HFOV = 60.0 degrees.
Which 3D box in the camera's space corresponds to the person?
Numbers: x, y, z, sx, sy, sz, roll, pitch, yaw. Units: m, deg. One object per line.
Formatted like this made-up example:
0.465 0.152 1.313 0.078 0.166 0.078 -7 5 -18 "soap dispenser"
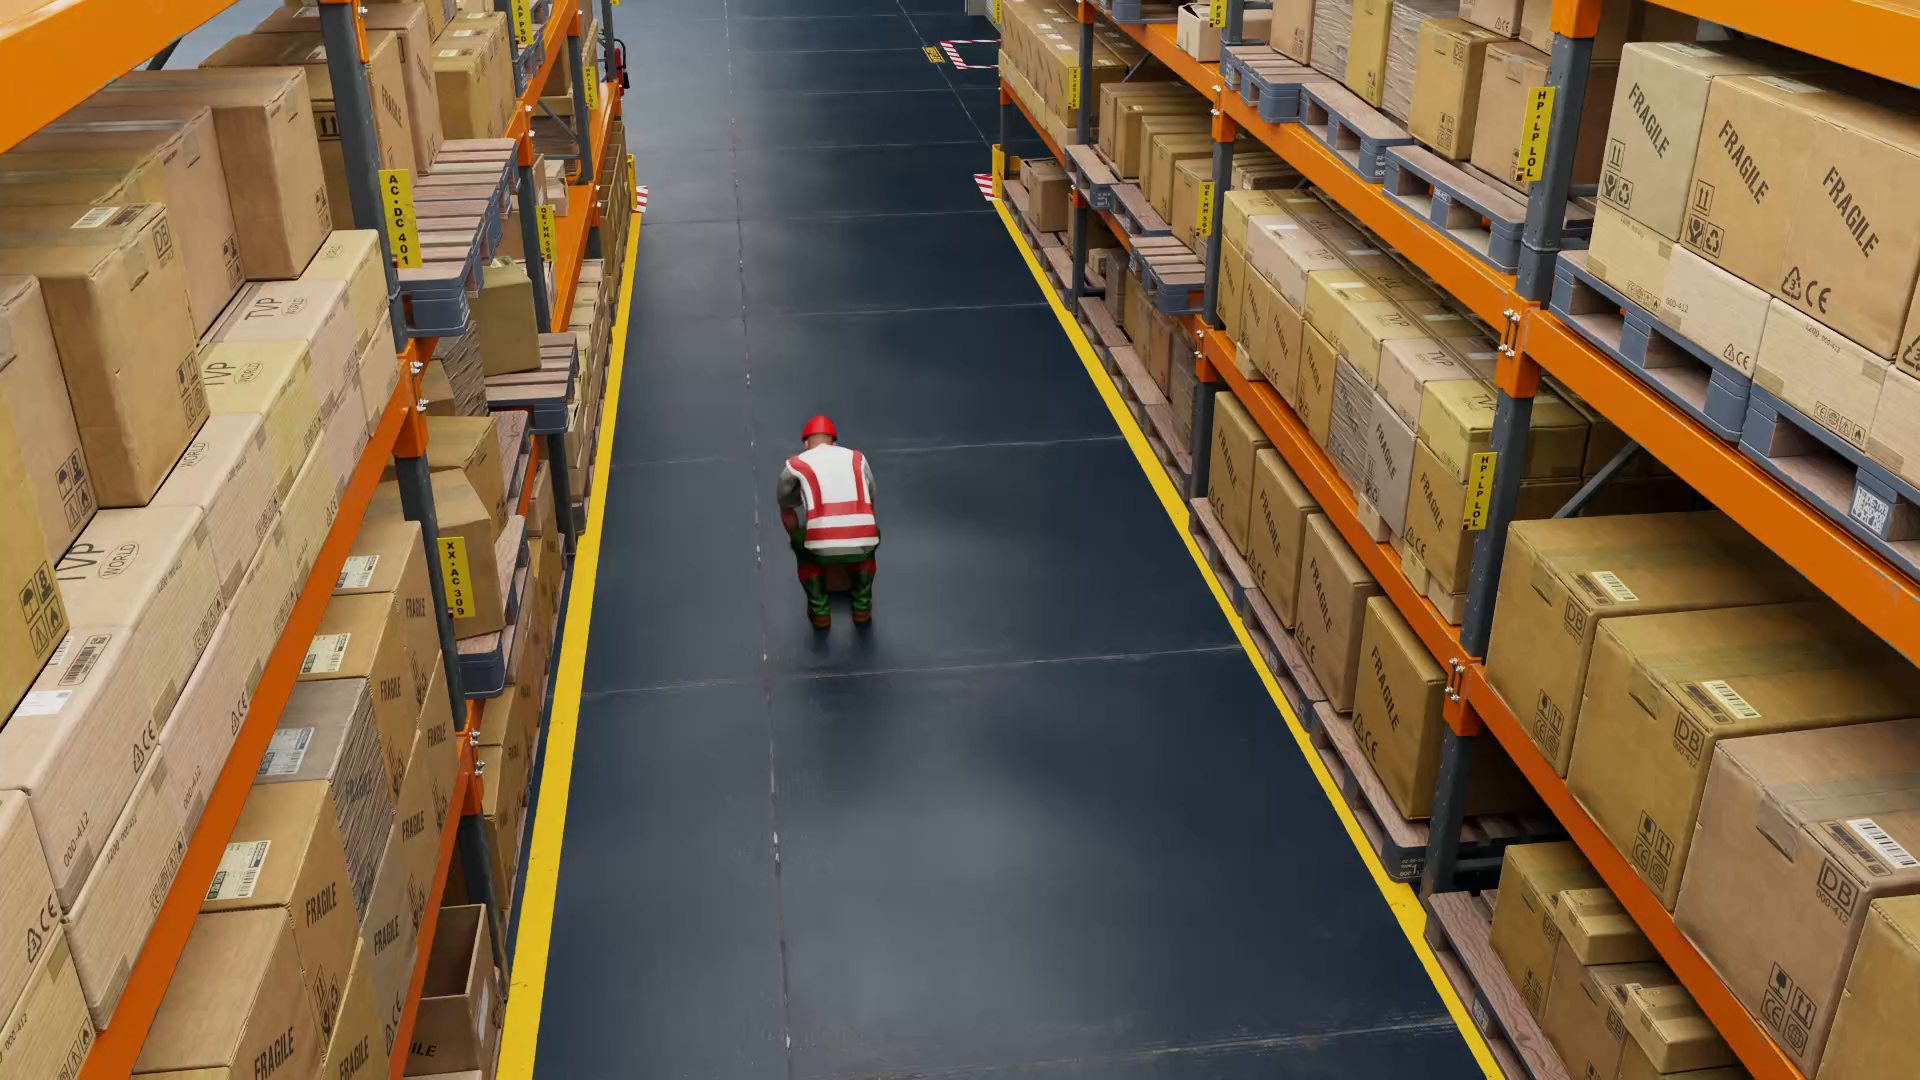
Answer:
-0.744 -0.070 9.531 0.574 1.065 0.869 -4 27 -7 "person"
